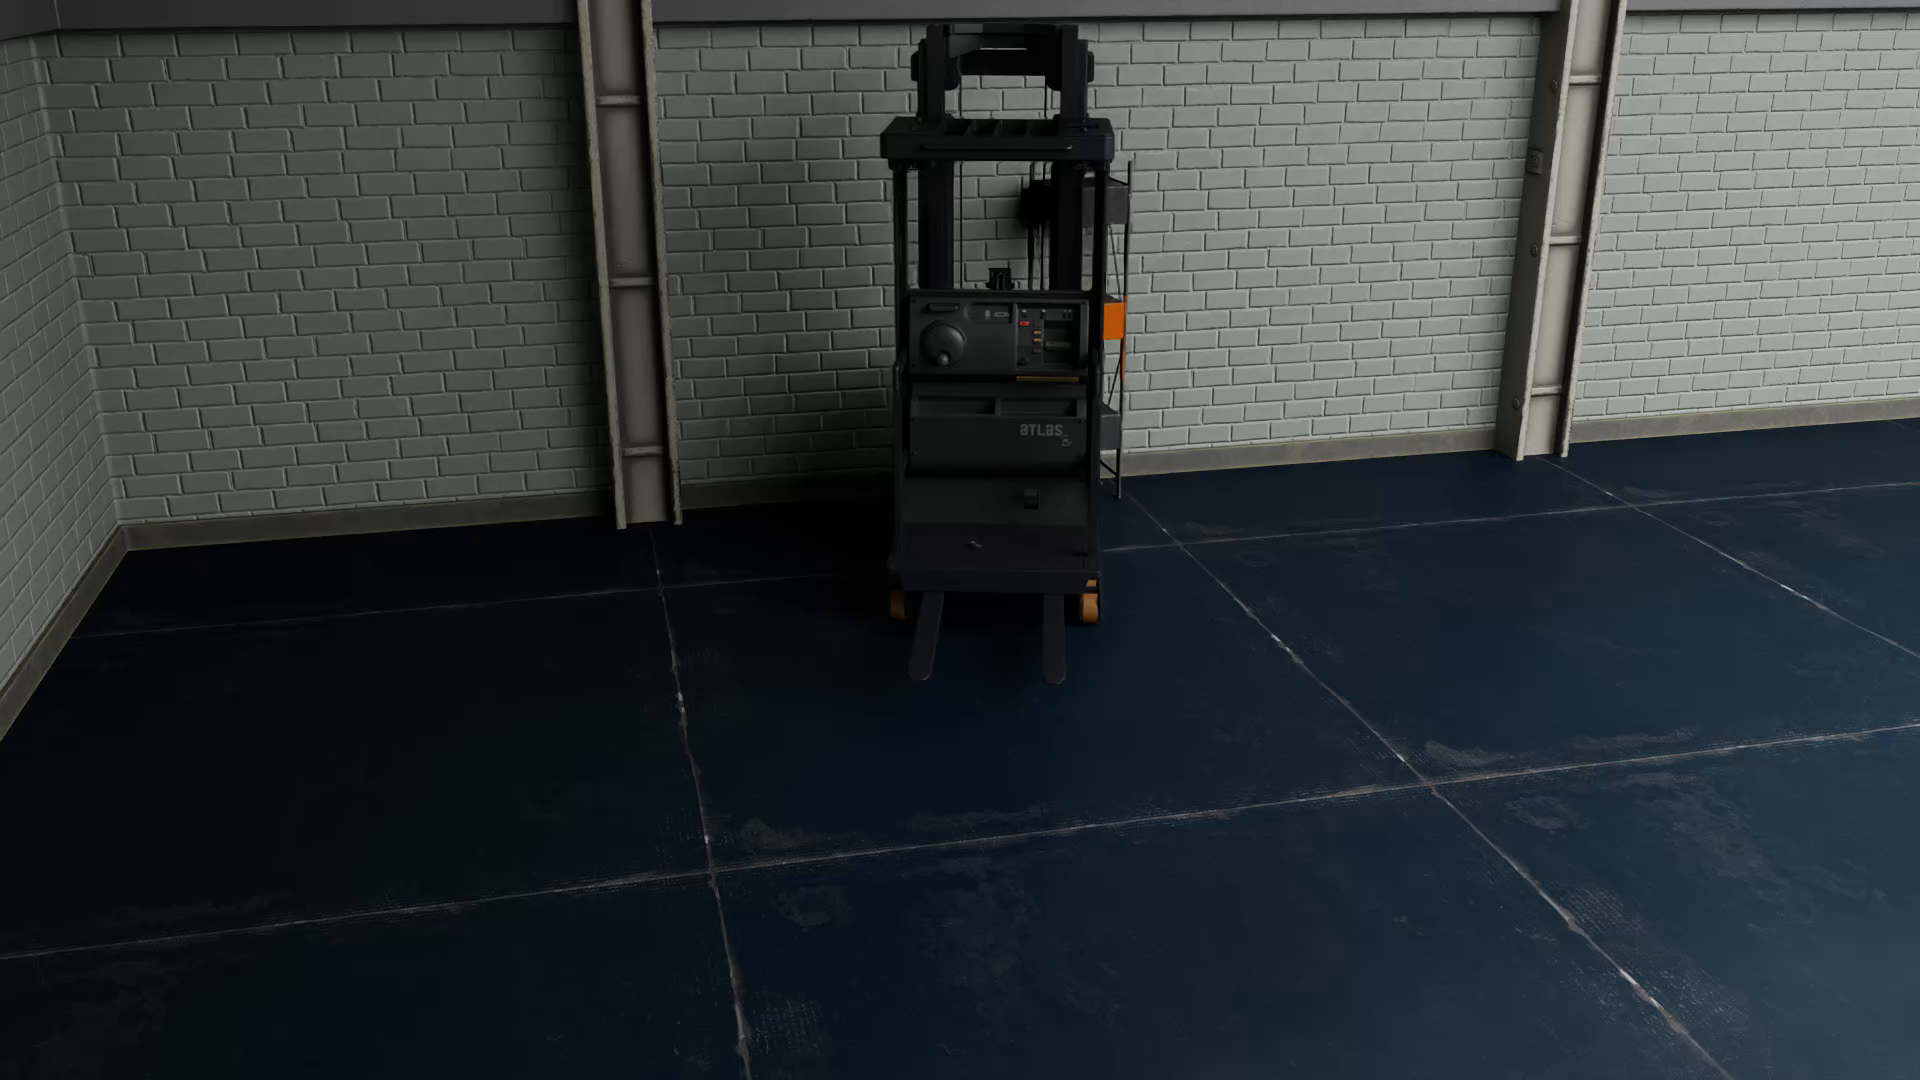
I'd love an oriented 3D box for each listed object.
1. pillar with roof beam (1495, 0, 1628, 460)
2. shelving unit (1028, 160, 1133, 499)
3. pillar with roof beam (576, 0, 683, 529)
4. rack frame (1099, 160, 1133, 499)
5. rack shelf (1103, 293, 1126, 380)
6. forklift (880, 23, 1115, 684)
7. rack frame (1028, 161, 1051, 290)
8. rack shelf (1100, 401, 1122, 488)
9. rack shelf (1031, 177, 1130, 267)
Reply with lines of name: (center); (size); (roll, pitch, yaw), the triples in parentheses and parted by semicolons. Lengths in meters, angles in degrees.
pillar with roof beam: (4.923, -3.392, 5.991); (0.400, 9.000, 9.100); (-5, 21, -12)
shelving unit: (0.718, -1.285, 10.268); (0.503, 2.100, 0.431); (-6, 21, -16)
pillar with roof beam: (-0.916, -2.917, 4.695); (0.400, 9.000, 9.100); (-5, 21, -12)
rack frame: (0.952, -1.309, 10.334); (0.015, 2.100, 0.400); (-6, 21, -16)
rack shelf: (0.718, -1.272, 10.273); (0.480, 0.518, 0.431); (-6, 21, -16)
forklift: (0.192, -1.054, 8.430); (1.130, 2.935, 3.031); (1, 20, 3)
rack frame: (0.484, -1.261, 10.202); (0.015, 2.100, 0.400); (-6, 21, -16)
rack shelf: (0.717, -0.615, 10.514); (0.480, 0.518, 0.431); (-6, 21, -16)
rack shelf: (0.719, -1.929, 10.032); (0.480, 0.518, 0.431); (-6, 21, -16)
